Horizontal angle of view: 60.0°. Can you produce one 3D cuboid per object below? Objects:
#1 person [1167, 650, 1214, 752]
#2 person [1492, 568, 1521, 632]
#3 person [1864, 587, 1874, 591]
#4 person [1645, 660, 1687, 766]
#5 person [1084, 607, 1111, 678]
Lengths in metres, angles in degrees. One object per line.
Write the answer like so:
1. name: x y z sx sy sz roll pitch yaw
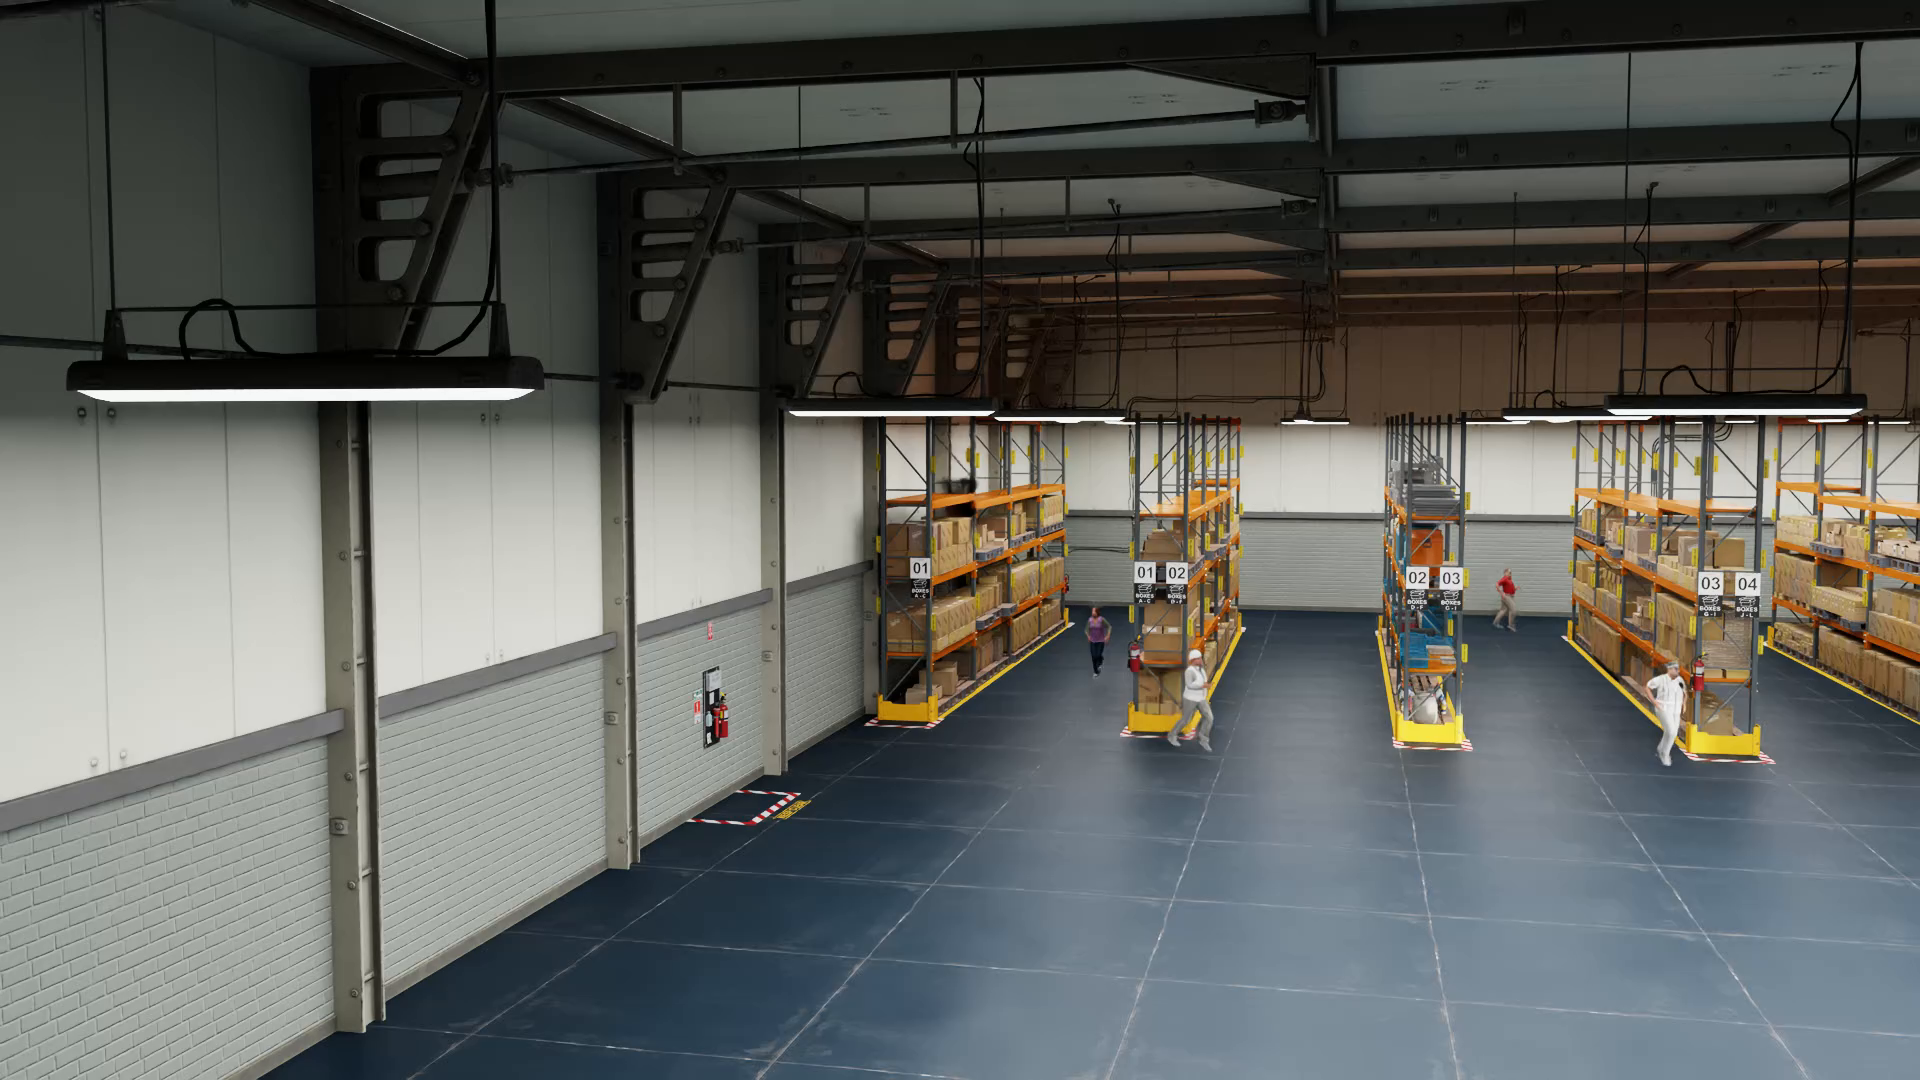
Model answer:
1. person: 4.141 2.845 29.504 0.897 1.820 0.665 4 5 42
2. person: 15.412 1.700 46.868 0.797 1.799 0.638 2 4 25
3. person: 23.313 2.007 42.719 0.586 1.682 0.712 0 4 -3
4. person: 12.100 2.940 28.355 0.673 1.806 0.671 -1 4 -13
5. person: 2.962 2.228 35.969 0.557 1.565 0.555 1 4 19
